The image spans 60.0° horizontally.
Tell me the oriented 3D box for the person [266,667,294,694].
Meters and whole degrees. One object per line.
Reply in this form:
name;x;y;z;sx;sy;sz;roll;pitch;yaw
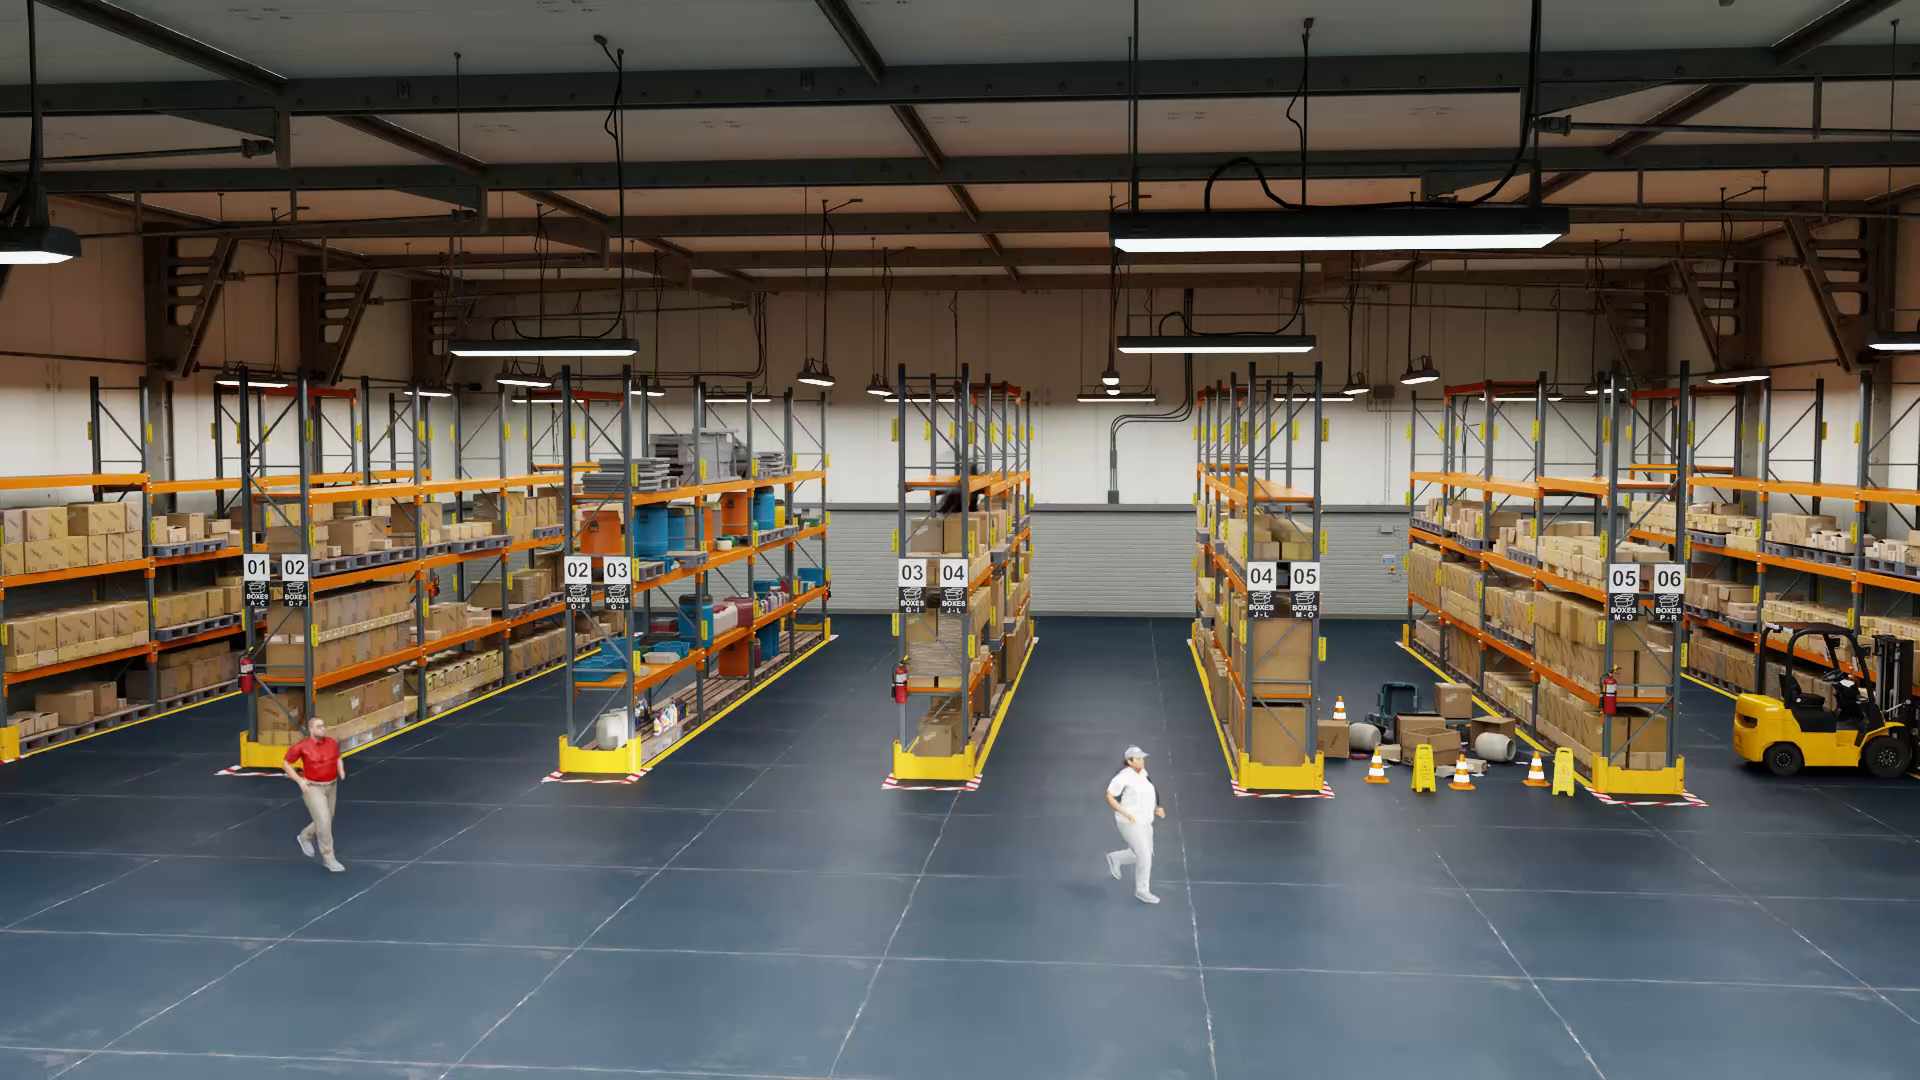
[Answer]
person;-11.867;2.294;29.102;0.603;1.643;0.940;0;4;-2

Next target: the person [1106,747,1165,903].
person;1.847;3.048;17.956;0.745;1.651;0.607;3;5;40

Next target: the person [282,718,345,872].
person;-7.416;2.911;19.194;0.895;1.730;0.668;2;4;29
